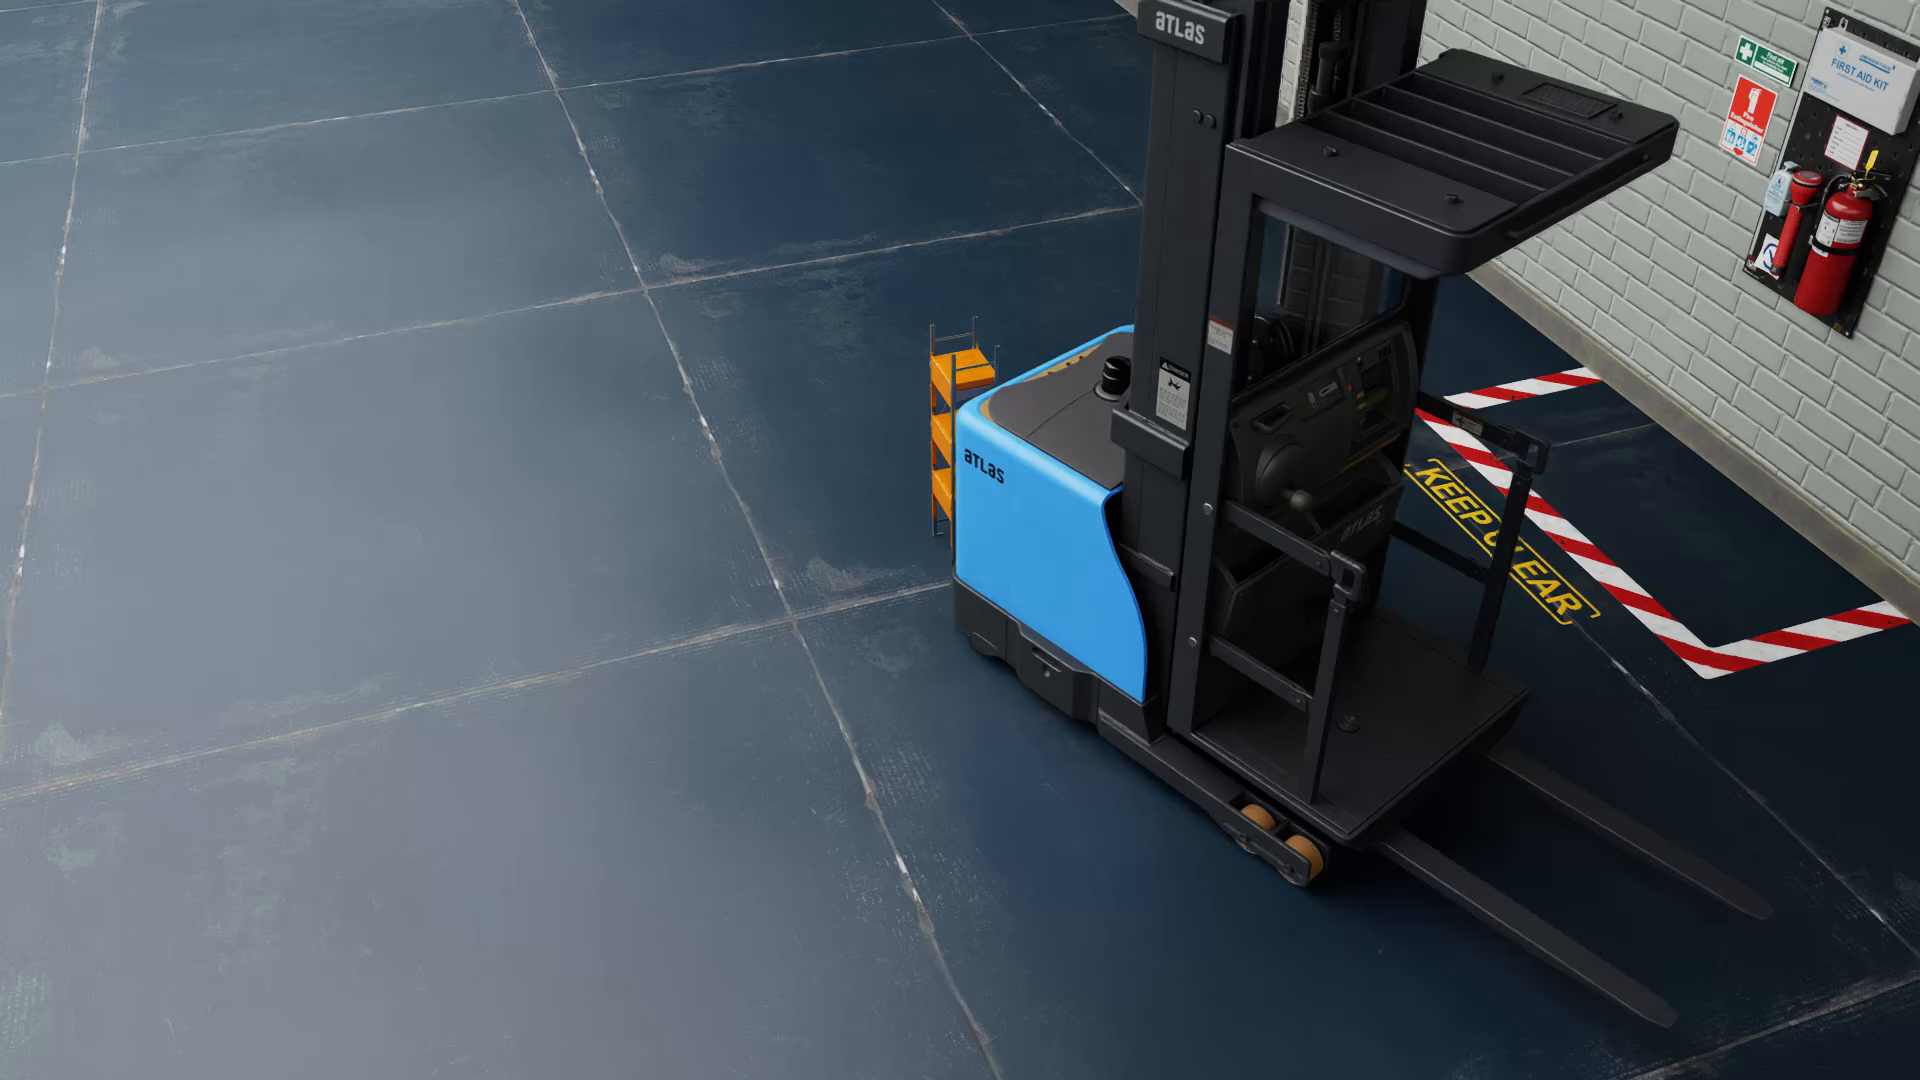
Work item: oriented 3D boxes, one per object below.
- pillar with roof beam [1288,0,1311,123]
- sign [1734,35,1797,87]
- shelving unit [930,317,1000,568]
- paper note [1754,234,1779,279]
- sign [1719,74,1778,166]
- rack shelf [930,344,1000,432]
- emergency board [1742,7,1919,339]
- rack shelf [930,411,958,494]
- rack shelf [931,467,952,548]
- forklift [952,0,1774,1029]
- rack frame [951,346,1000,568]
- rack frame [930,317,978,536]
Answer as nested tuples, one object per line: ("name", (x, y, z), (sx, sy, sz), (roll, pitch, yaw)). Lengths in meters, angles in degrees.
("pillar with roof beam", (-1.831, -4.937, 6.326), (9.100, 9.000, 0.400), (-12, 39, -16))
("sign", (3.361, -2.002, 6.945), (0.001, 0.109, 0.331), (-12, 39, -16))
("shelving unit", (0.018, -0.389, 6.894), (0.215, 1.050, 0.252), (-12, 39, -16))
("paper note", (3.465, -1.209, 7.095), (0.016, 0.148, 0.142), (-12, 39, -16))
("sign", (3.368, -1.795, 7.110), (0.001, 0.329, 0.234), (-12, 39, -16))
("rack shelf", (0.018, -0.607, 6.730), (0.215, 0.259, 0.240), (-12, 39, -16))
("emergency board", (3.461, -1.447, 6.678), (0.194, 1.169, 0.643), (-12, 39, -16))
("rack shelf", (0.018, -0.381, 6.900), (0.215, 0.259, 0.240), (-12, 39, -16))
("rack shelf", (0.018, -0.159, 7.068), (0.215, 0.259, 0.240), (-12, 39, -16))
("forklift", (1.334, -0.345, 5.271), (1.130, 2.935, 3.031), (-29, 46, -33))
("rack frame", (0.060, -0.320, 6.803), (0.200, 1.050, 0.008), (-12, 39, -16))
("rack frame", (-0.024, -0.458, 6.986), (0.200, 1.050, 0.008), (-12, 39, -16))
